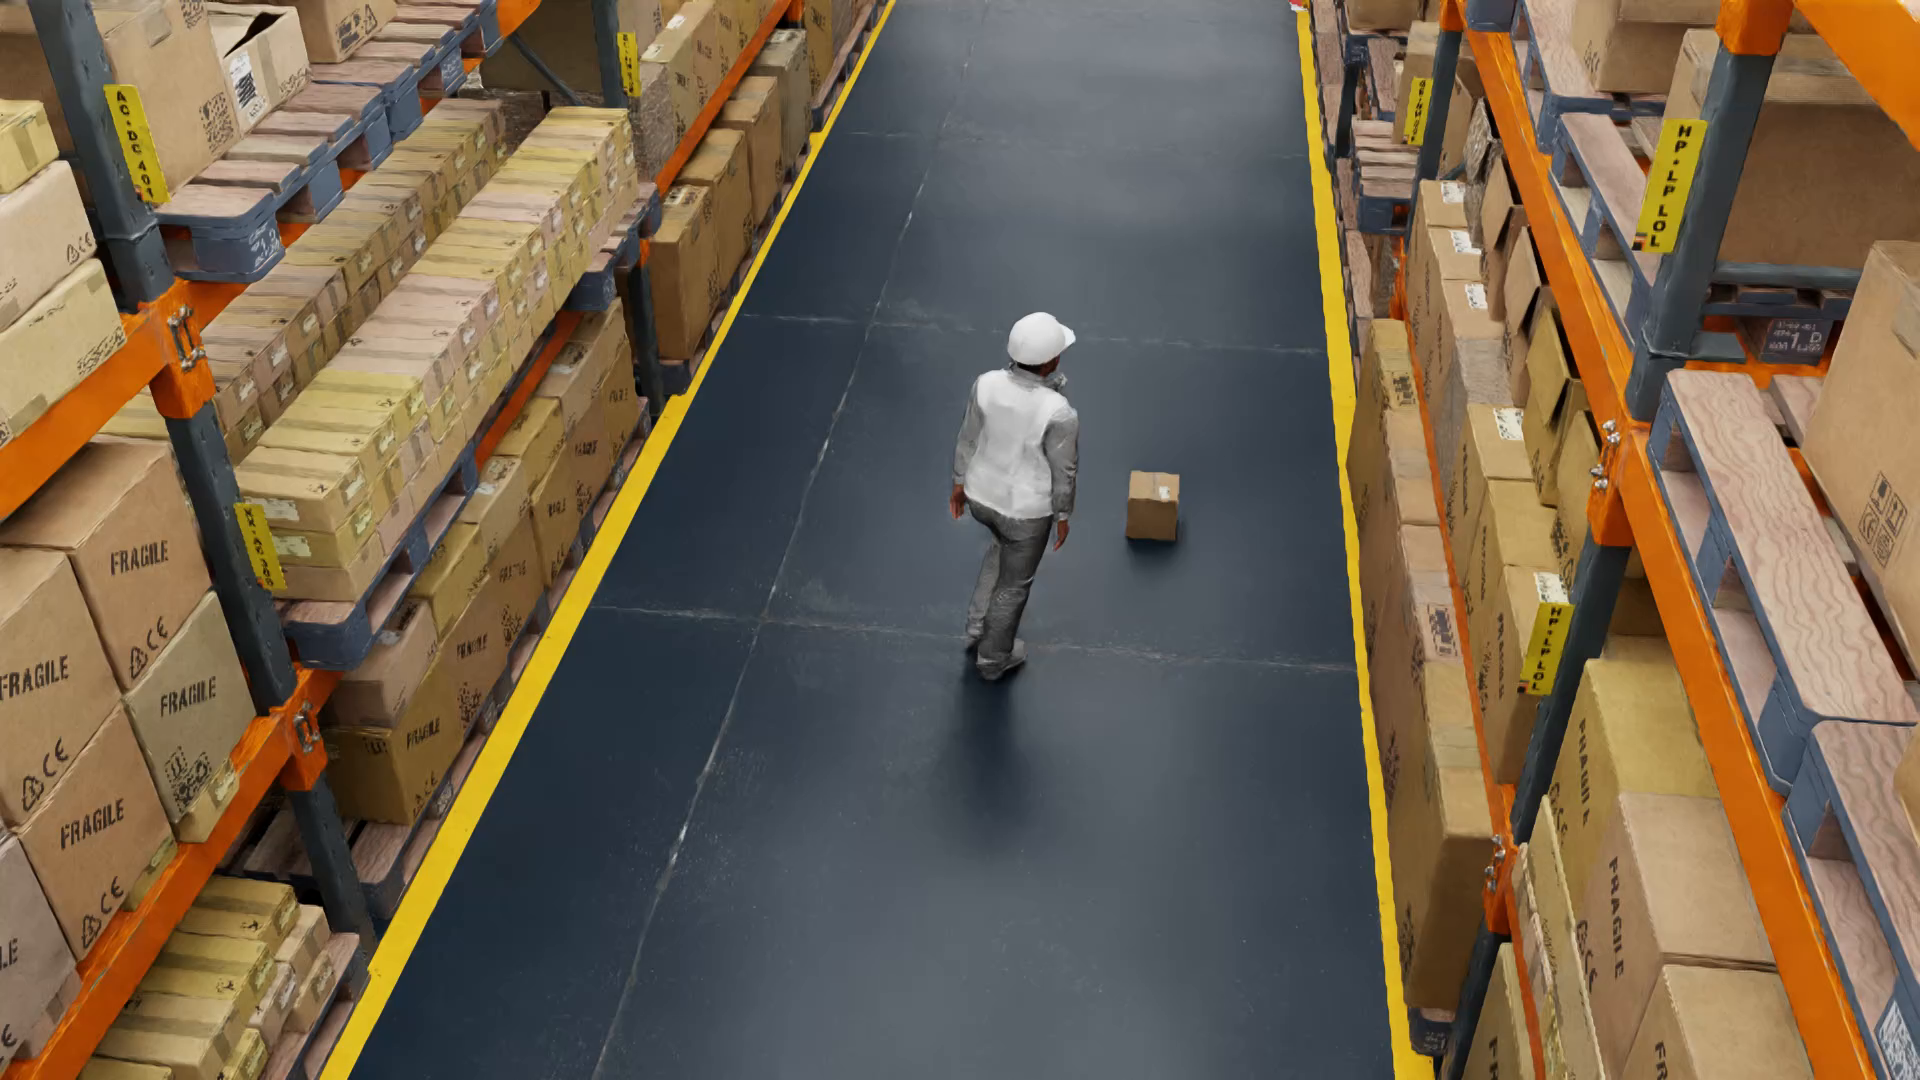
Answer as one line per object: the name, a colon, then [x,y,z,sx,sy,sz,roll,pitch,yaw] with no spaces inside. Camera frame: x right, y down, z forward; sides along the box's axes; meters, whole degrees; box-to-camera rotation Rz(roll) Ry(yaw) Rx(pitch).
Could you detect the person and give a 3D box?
person: [0.250,-0.179,7.237,0.566,1.762,0.508,26,43,31]
